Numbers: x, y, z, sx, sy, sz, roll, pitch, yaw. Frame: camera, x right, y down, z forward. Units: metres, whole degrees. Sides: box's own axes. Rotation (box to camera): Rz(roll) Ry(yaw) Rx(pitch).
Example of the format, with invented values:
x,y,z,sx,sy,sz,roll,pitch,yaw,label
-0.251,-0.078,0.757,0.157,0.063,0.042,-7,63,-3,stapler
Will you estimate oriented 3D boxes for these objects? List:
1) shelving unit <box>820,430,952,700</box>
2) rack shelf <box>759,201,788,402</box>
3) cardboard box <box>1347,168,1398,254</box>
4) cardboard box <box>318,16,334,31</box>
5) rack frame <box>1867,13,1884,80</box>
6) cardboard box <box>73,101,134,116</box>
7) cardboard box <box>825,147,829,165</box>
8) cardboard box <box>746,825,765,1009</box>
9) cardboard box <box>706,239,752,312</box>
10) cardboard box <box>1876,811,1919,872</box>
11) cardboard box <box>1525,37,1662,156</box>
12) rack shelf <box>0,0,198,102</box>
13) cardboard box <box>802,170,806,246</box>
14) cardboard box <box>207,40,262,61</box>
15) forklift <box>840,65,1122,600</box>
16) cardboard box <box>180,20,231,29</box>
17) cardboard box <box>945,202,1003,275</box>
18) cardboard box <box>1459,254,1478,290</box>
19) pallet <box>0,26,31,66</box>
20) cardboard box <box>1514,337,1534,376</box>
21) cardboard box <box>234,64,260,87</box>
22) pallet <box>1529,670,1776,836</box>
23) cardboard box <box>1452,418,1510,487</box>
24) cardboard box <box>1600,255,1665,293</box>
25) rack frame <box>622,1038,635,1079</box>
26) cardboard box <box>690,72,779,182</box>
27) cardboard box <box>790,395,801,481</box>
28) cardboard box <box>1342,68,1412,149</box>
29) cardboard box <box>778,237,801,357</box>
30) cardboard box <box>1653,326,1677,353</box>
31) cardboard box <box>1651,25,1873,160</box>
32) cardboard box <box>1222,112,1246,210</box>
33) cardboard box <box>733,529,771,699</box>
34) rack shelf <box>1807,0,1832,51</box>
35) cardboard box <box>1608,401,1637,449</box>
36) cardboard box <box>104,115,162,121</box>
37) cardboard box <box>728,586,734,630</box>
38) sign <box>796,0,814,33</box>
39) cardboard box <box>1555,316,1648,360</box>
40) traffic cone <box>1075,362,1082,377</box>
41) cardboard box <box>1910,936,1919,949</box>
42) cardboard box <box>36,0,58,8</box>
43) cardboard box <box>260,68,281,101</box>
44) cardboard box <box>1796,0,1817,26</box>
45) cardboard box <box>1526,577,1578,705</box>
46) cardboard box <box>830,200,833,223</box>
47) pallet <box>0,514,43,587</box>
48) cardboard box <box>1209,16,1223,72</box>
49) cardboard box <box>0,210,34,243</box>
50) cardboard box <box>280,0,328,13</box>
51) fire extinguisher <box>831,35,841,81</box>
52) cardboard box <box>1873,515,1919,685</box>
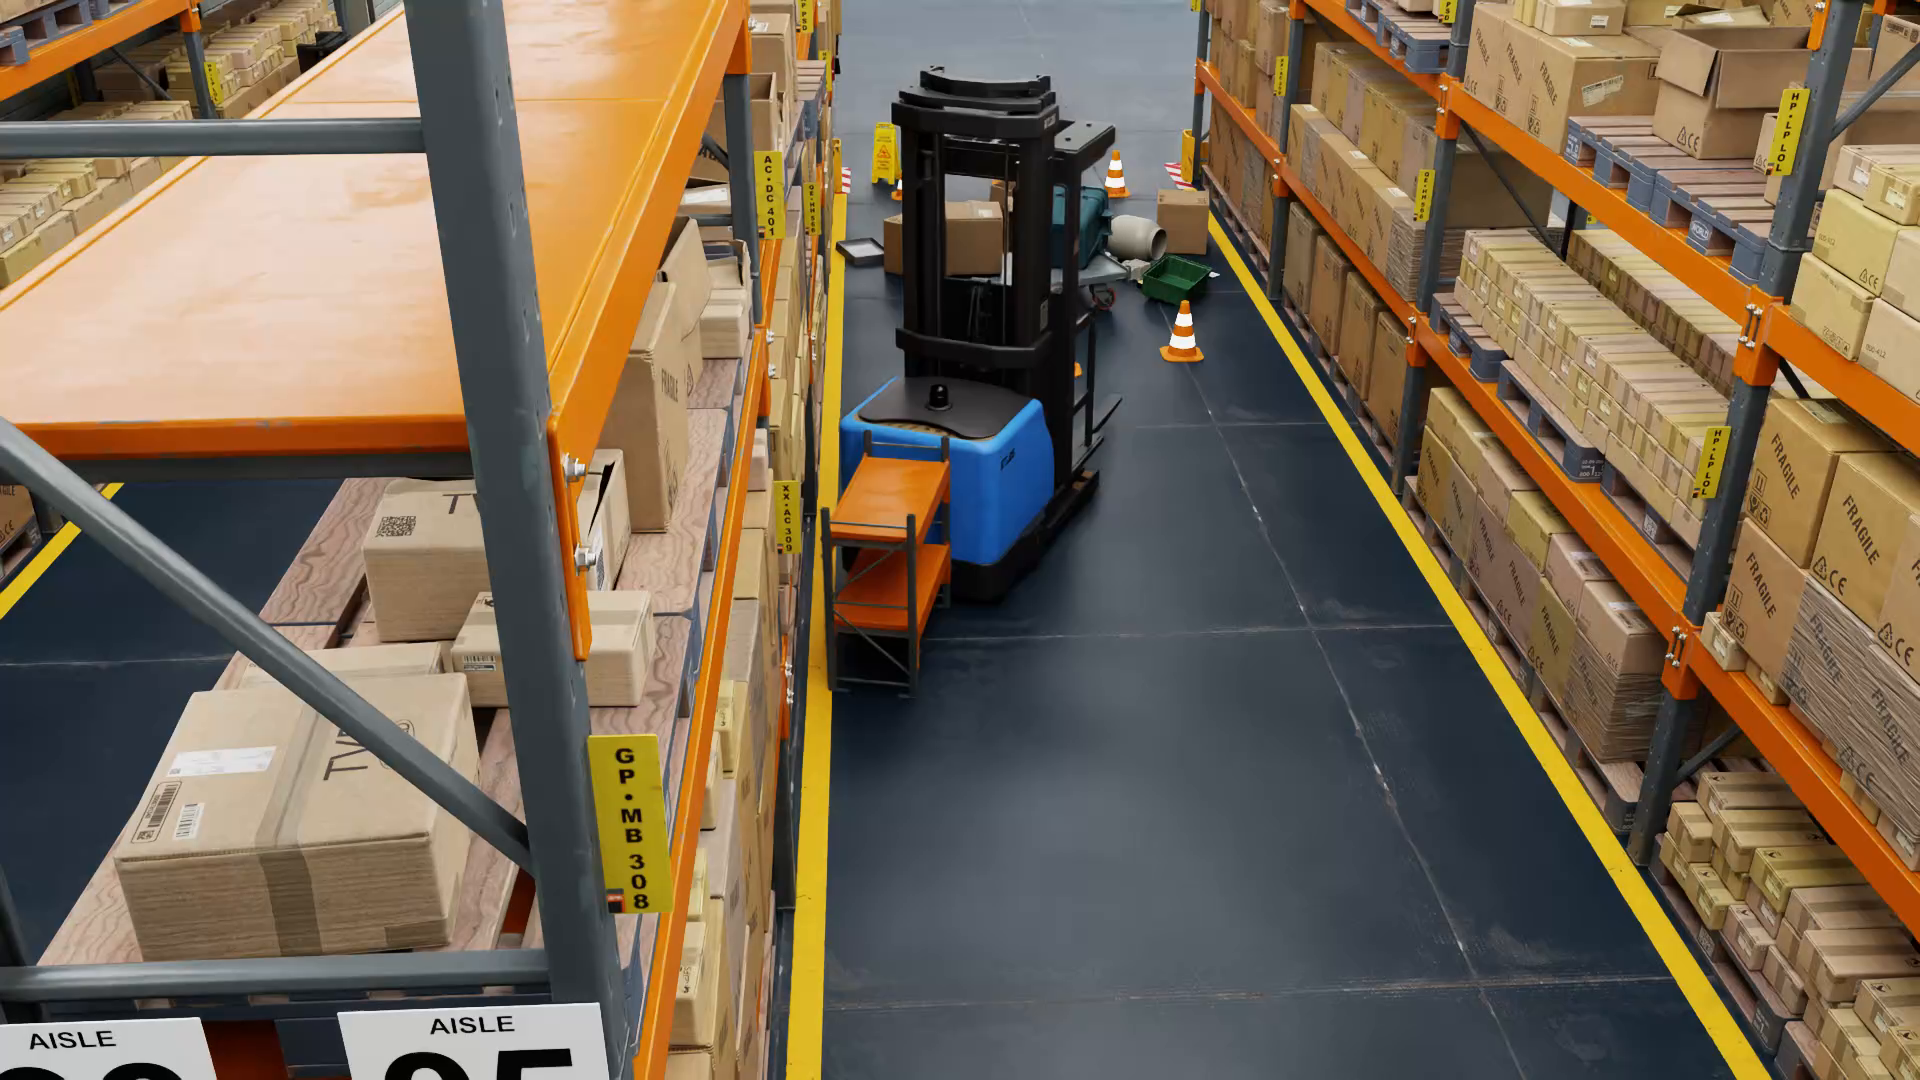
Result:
x,y,z,sx,sy,sz,roll,pitch,yaw,label
-0.394,0.120,9.366,0.538,1.125,1.048,5,28,9,shelving unit
-1.356,-1.592,8.155,1.077,0.370,4.000,-1,28,-3,rack shelf
3.135,-2.378,12.019,0.500,0.500,0.500,-2,28,-4,cardboard box
-6.494,-5.139,16.611,0.380,0.149,0.250,-1,28,-2,cardboard box
8.227,-3.591,14.454,1.000,3.000,0.127,-1,28,-3,rack frame
-6.822,-3.395,13.268,0.380,0.149,0.250,-2,28,-4,cardboard box
-1.405,-3.514,15.314,0.380,0.149,0.250,0,28,-1,cardboard box
-0.886,1.218,5.125,0.500,0.500,0.500,0,28,-1,cardboard box
-0.898,-0.871,5.578,0.396,0.266,0.258,-1,28,-1,cardboard box
3.492,1.034,5.858,0.380,0.149,0.250,0,28,0,cardboard box
3.306,-2.313,8.652,0.500,0.500,0.500,-1,28,-3,cardboard box
-6.521,-3.318,11.464,1.077,0.370,4.000,-1,28,-3,rack shelf
-1.253,-2.080,10.673,0.500,0.500,0.500,-2,28,-4,cardboard box
-6.424,-4.325,14.730,0.380,0.149,0.250,-2,28,-3,cardboard box
0.310,-1.597,10.705,1.130,2.935,3.031,11,30,20,forklift
-7.070,-4.778,15.599,0.380,0.149,0.250,-2,28,-4,cardboard box
0.107,-2.636,14.507,0.500,0.500,0.500,-1,28,-3,cardboard box
3.303,-1.649,10.227,0.380,0.149,0.250,0,28,0,cardboard box
-6.542,-2.940,10.167,1.213,0.211,1.003,0,28,0,pallet
3.360,-1.038,9.376,0.380,0.149,0.250,-1,28,-1,cardboard box
-6.375,-4.071,14.564,0.380,0.149,0.250,-1,28,-2,cardboard box
3.645,1.053,8.564,1.003,0.211,1.213,-1,28,-3,pallet
3.299,-0.523,10.009,0.500,0.250,0.500,-2,28,-3,cardboard box
3.986,-1.557,9.728,0.380,0.149,0.250,-1,28,-1,cardboard box
-1.042,2.190,3.370,1.000,3.000,0.127,-1,28,-3,rack frame
-1.008,-1.632,6.891,0.500,0.500,0.500,-2,28,-4,cardboard box
-1.048,-0.496,8.141,0.500,0.250,0.500,-1,28,-2,cardboard box
3.356,-3.306,12.717,0.700,0.500,0.500,-1,28,-2,cardboard box
-1.118,-1.293,8.859,0.500,0.500,0.500,-1,28,-3,cardboard box
4.028,-1.065,9.106,0.380,0.149,0.250,-1,28,-1,cardboard box
3.737,-2.102,7.789,0.797,0.503,0.637,-2,28,-3,cardboard box
3.210,-3.891,16.873,0.875,0.875,0.875,-2,28,-3,cardboard box
-0.933,0.301,5.802,0.500,0.500,0.500,-2,28,-3,cardboard box
3.582,-2.911,7.872,1.077,0.370,4.000,-1,28,-3,rack shelf
3.425,-0.572,8.160,0.380,0.149,0.250,-2,28,-4,cardboard box
-6.394,-3.177,12.850,0.380,0.149,0.250,-1,28,-3,cardboard box
-0.929,0.173,5.346,0.380,0.149,0.250,-2,28,-3,cardboard box
-0.906,-3.108,9.640,0.100,0.325,0.005,-1,28,-3,sign
3.388,-1.069,8.792,0.380,0.149,0.250,-2,28,-3,cardboard box
0.808,-1.578,13.338,0.336,0.463,0.334,-1,28,-3,traffic cone
3.974,1.502,6.674,0.380,0.149,0.250,-1,28,-1,cardboard box
-6.265,-3.798,10.937,0.500,0.500,0.500,-1,28,-1,cardboard box
-6.459,-3.960,15.052,0.500,0.500,0.500,-2,28,-3,cardboard box
7.902,-4.643,14.959,0.500,0.500,0.500,-1,28,-3,cardboard box
3.370,0.526,8.809,0.500,0.500,0.500,-2,28,-4,cardboard box
-1.515,-3.318,16.450,0.500,0.250,0.500,-2,28,-4,cardboard box
-6.416,0.199,10.202,1.003,0.211,1.213,-1,28,-3,pallet
3.125,-5.261,17.494,0.875,0.550,0.550,-1,28,-3,cardboard box
-6.155,-1.992,10.579,0.380,0.149,0.250,-1,28,-2,cardboard box
-6.605,-5.381,16.754,0.380,0.149,0.250,-1,28,-3,cardboard box
-1.424,-5.229,17.677,0.296,0.674,0.183,-1,28,-3,fire extinguisher
3.505,0.244,5.590,0.500,0.500,0.500,-1,28,-2,cardboard box
